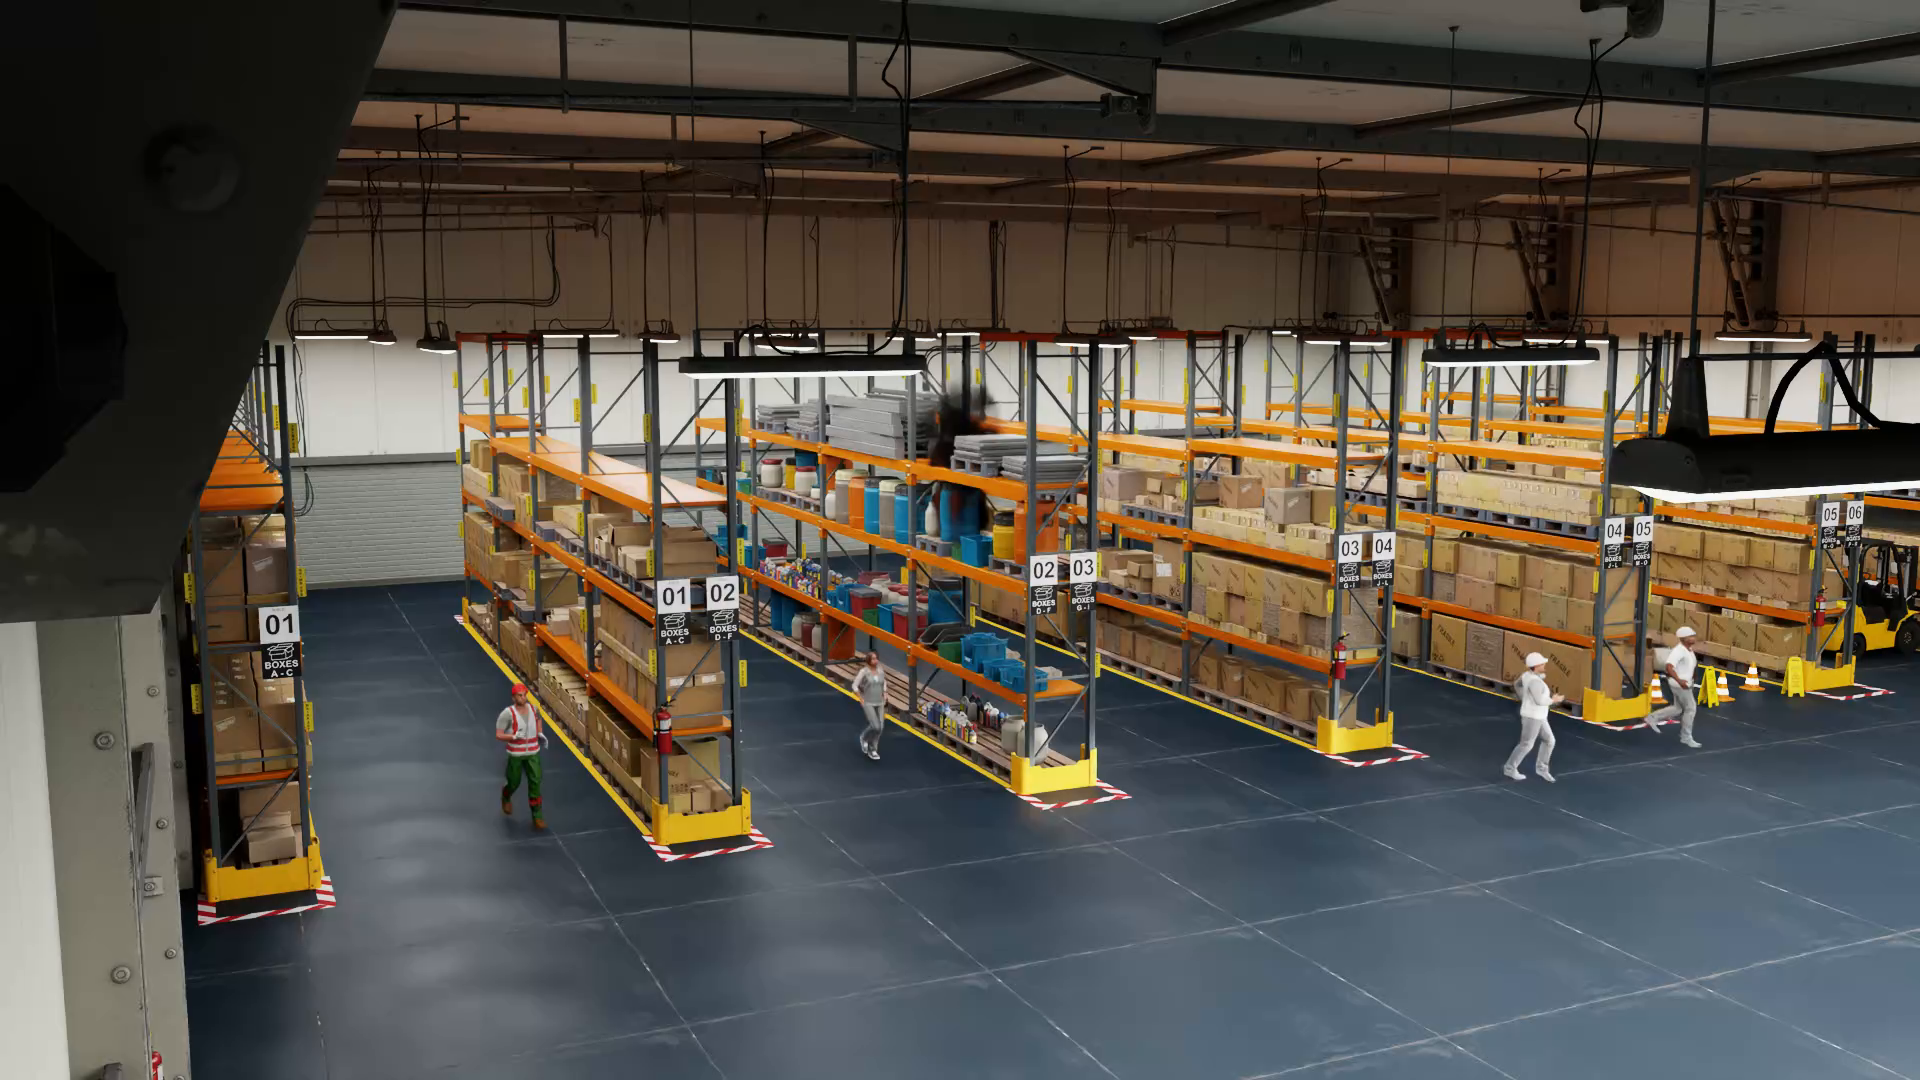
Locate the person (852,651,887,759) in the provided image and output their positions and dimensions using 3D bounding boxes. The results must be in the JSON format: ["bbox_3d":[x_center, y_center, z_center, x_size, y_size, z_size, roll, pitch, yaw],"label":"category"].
[{"bbox_3d":[-1.236,2.378,23.760,0.503,1.540,0.493,-4,9,-29],"label":"person"}]

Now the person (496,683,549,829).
[{"bbox_3d":[-5.435,2.651,20.657,0.668,1.765,0.998,-5,9,-35],"label":"person"}]

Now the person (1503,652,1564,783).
[{"bbox_3d":[7.787,2.421,22.552,0.744,1.822,0.659,3,8,18],"label":"person"}]

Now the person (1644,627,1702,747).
[{"bbox_3d":[10.627,2.146,24.685,0.827,1.774,0.716,4,9,27],"label":"person"}]
